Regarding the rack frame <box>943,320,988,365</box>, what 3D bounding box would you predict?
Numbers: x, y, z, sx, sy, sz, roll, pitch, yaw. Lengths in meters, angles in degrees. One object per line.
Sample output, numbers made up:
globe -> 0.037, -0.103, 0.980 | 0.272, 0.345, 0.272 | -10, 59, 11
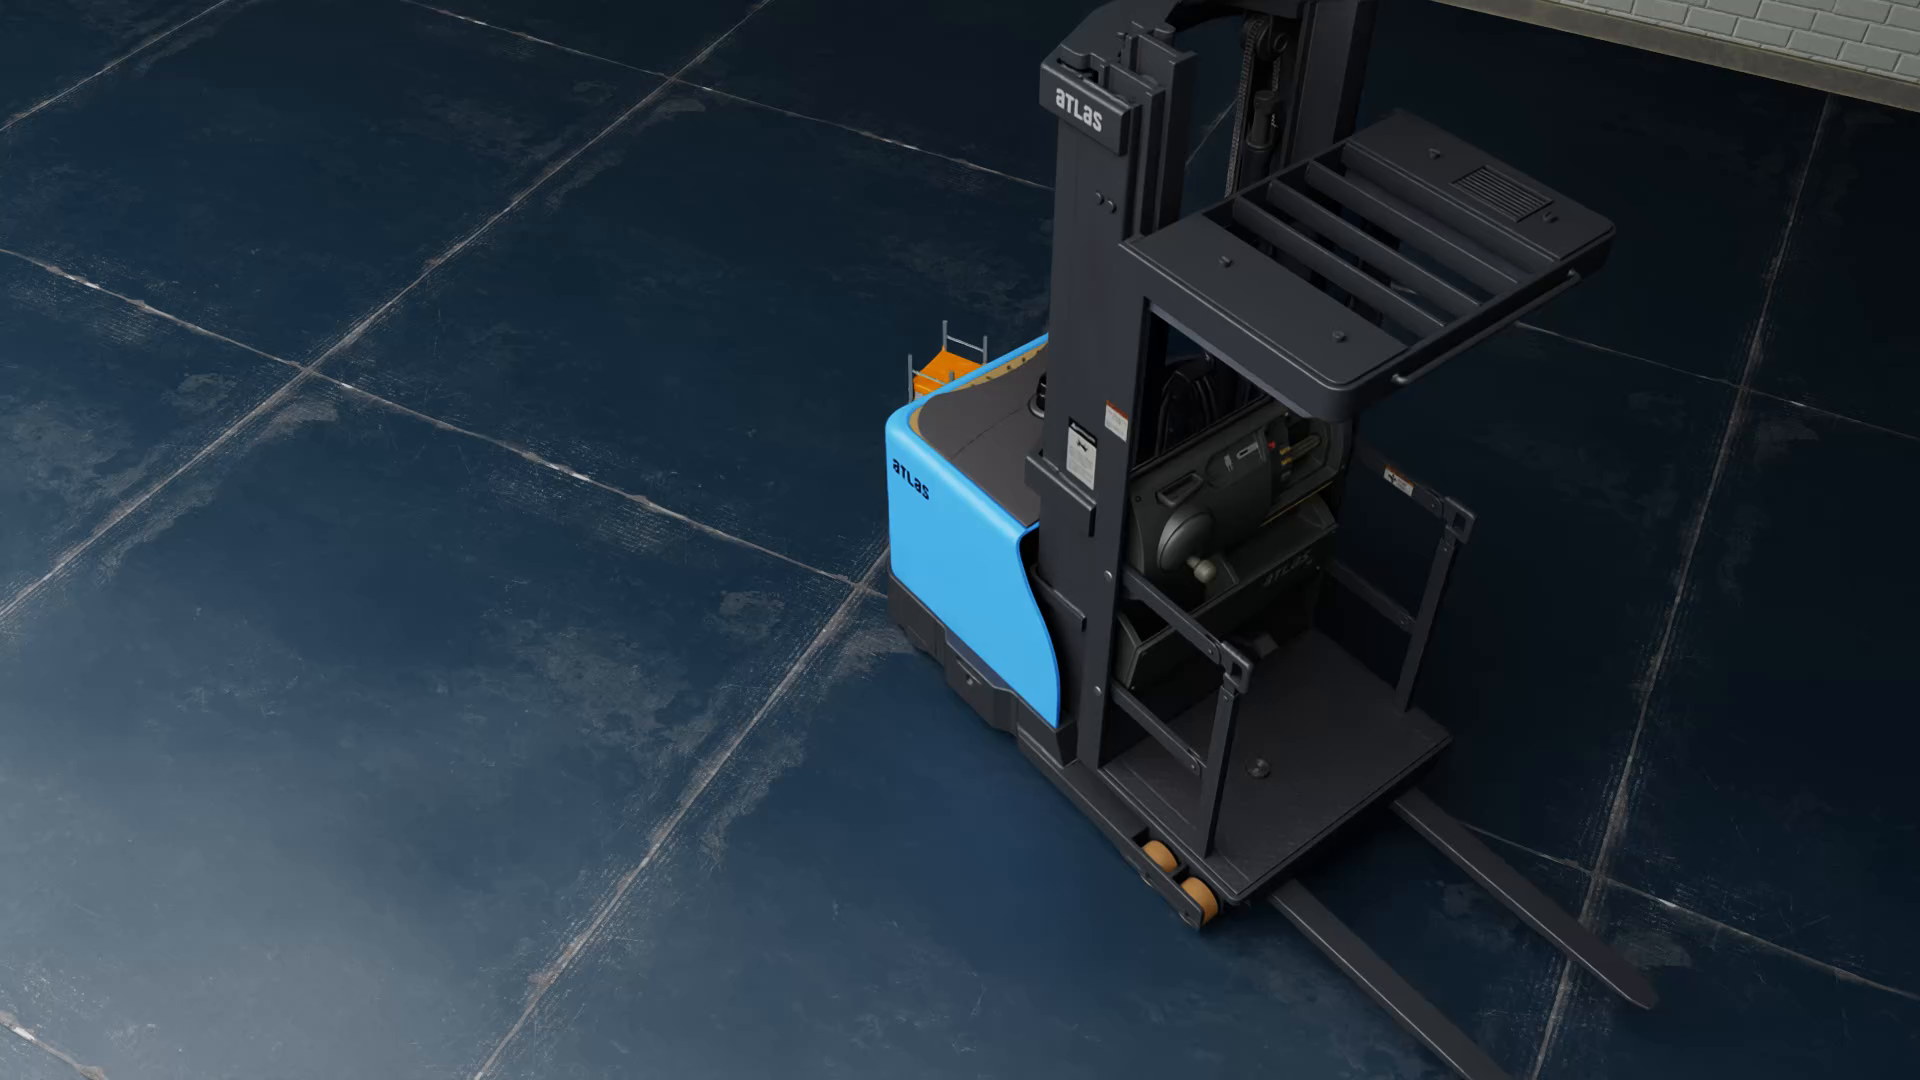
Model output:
rack frame -> 0.021, -0.439, 6.725 | 0.200, 1.050, 0.008 | 24, 50, 22

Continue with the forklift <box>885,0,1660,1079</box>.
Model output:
forklift -> 1.023, -0.112, 5.080 | 1.130, 2.935, 3.031 | -29, 52, -26

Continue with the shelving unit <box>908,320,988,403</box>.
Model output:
shelving unit -> -0.044, -0.365, 6.652 | 0.215, 1.050, 0.252 | 24, 50, 22

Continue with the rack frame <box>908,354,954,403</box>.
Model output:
rack frame -> -0.108, -0.291, 6.580 | 0.200, 1.050, 0.008 | 24, 50, 22

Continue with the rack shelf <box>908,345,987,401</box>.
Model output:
rack shelf -> -0.044, -0.557, 6.458 | 0.215, 0.259, 0.240 | 24, 50, 22
